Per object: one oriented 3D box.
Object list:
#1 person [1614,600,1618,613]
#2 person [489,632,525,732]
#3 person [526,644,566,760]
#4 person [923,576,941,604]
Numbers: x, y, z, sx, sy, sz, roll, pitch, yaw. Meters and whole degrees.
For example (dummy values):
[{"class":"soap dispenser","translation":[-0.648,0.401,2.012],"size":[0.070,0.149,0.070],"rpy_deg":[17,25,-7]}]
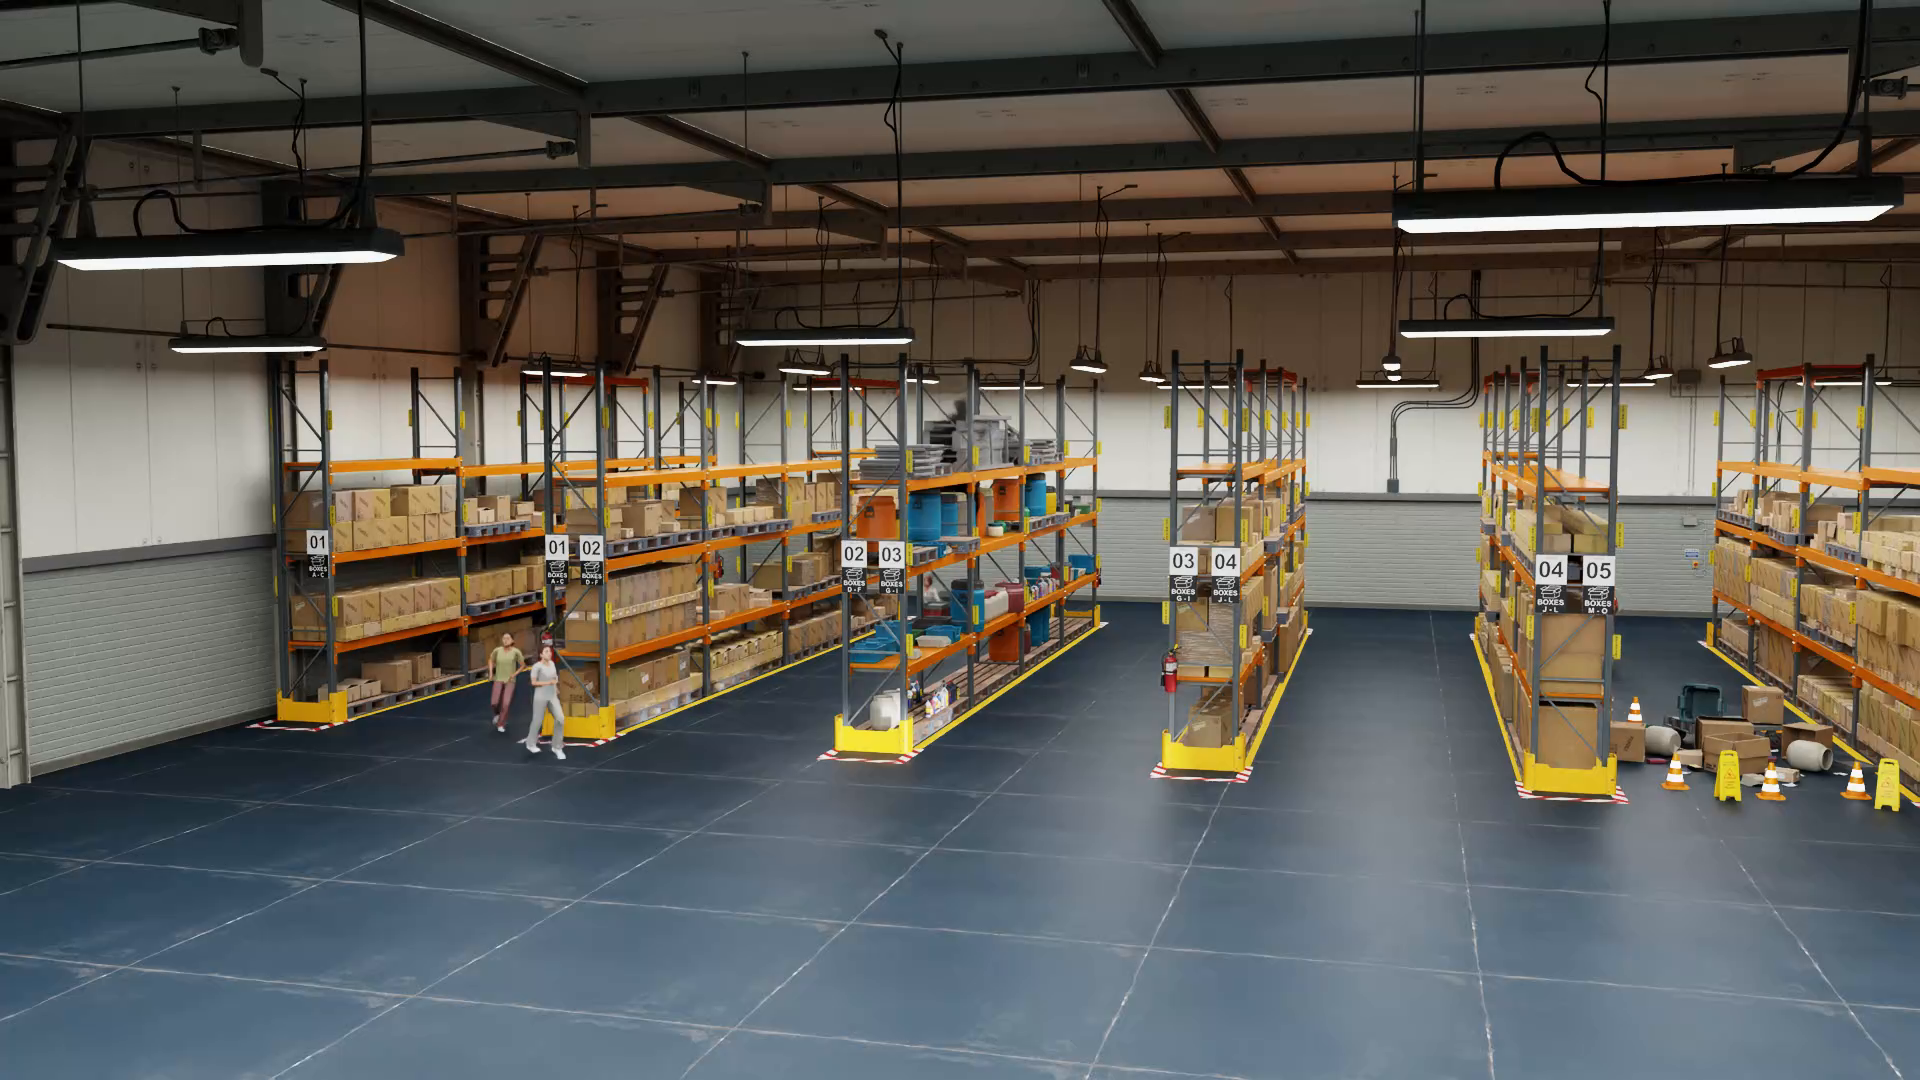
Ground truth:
[{"class":"person","translation":[13.196,1.695,34.282],"size":[0.672,1.712,0.710],"rpy_deg":[1,4,10]},{"class":"person","translation":[-7.306,2.273,26.798],"size":[0.588,1.613,0.535],"rpy_deg":[0,4,-7]},{"class":"person","translation":[-6.150,2.385,24.653],"size":[0.762,1.704,0.559],"rpy_deg":[4,6,44]},{"class":"person","translation":[-0.664,1.514,33.822],"size":[0.541,1.572,0.628],"rpy_deg":[1,4,19]}]
